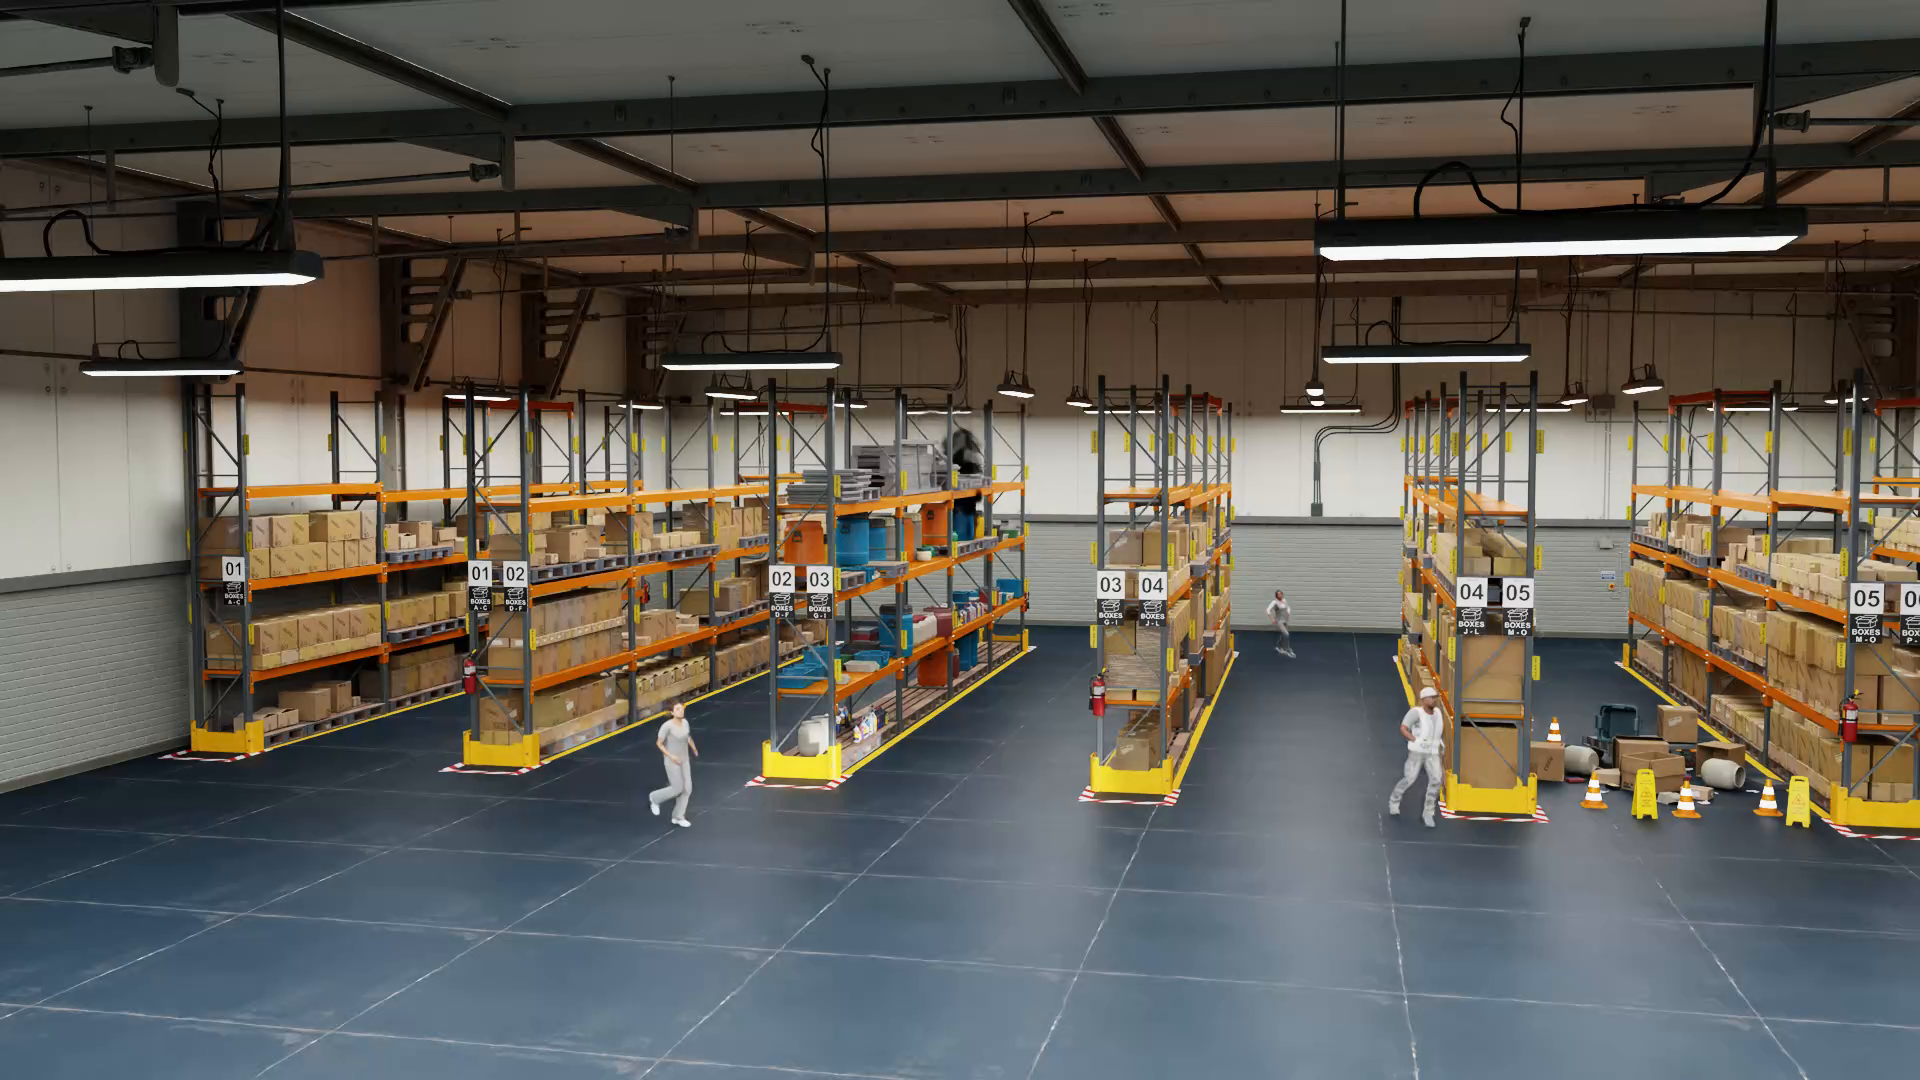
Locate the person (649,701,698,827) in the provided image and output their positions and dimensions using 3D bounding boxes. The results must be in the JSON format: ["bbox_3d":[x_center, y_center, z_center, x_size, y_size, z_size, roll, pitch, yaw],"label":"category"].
[{"bbox_3d":[-3.781,2.937,22.005,0.634,1.645,0.566,3,4,38],"label":"person"}]

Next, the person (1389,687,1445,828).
[{"bbox_3d":[6.187,2.858,22.132,0.741,1.805,0.809,-1,3,-19],"label":"person"}]

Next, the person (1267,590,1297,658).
[{"bbox_3d":[7.586,1.959,39.239,0.587,1.579,0.783,-2,4,-27],"label":"person"}]
